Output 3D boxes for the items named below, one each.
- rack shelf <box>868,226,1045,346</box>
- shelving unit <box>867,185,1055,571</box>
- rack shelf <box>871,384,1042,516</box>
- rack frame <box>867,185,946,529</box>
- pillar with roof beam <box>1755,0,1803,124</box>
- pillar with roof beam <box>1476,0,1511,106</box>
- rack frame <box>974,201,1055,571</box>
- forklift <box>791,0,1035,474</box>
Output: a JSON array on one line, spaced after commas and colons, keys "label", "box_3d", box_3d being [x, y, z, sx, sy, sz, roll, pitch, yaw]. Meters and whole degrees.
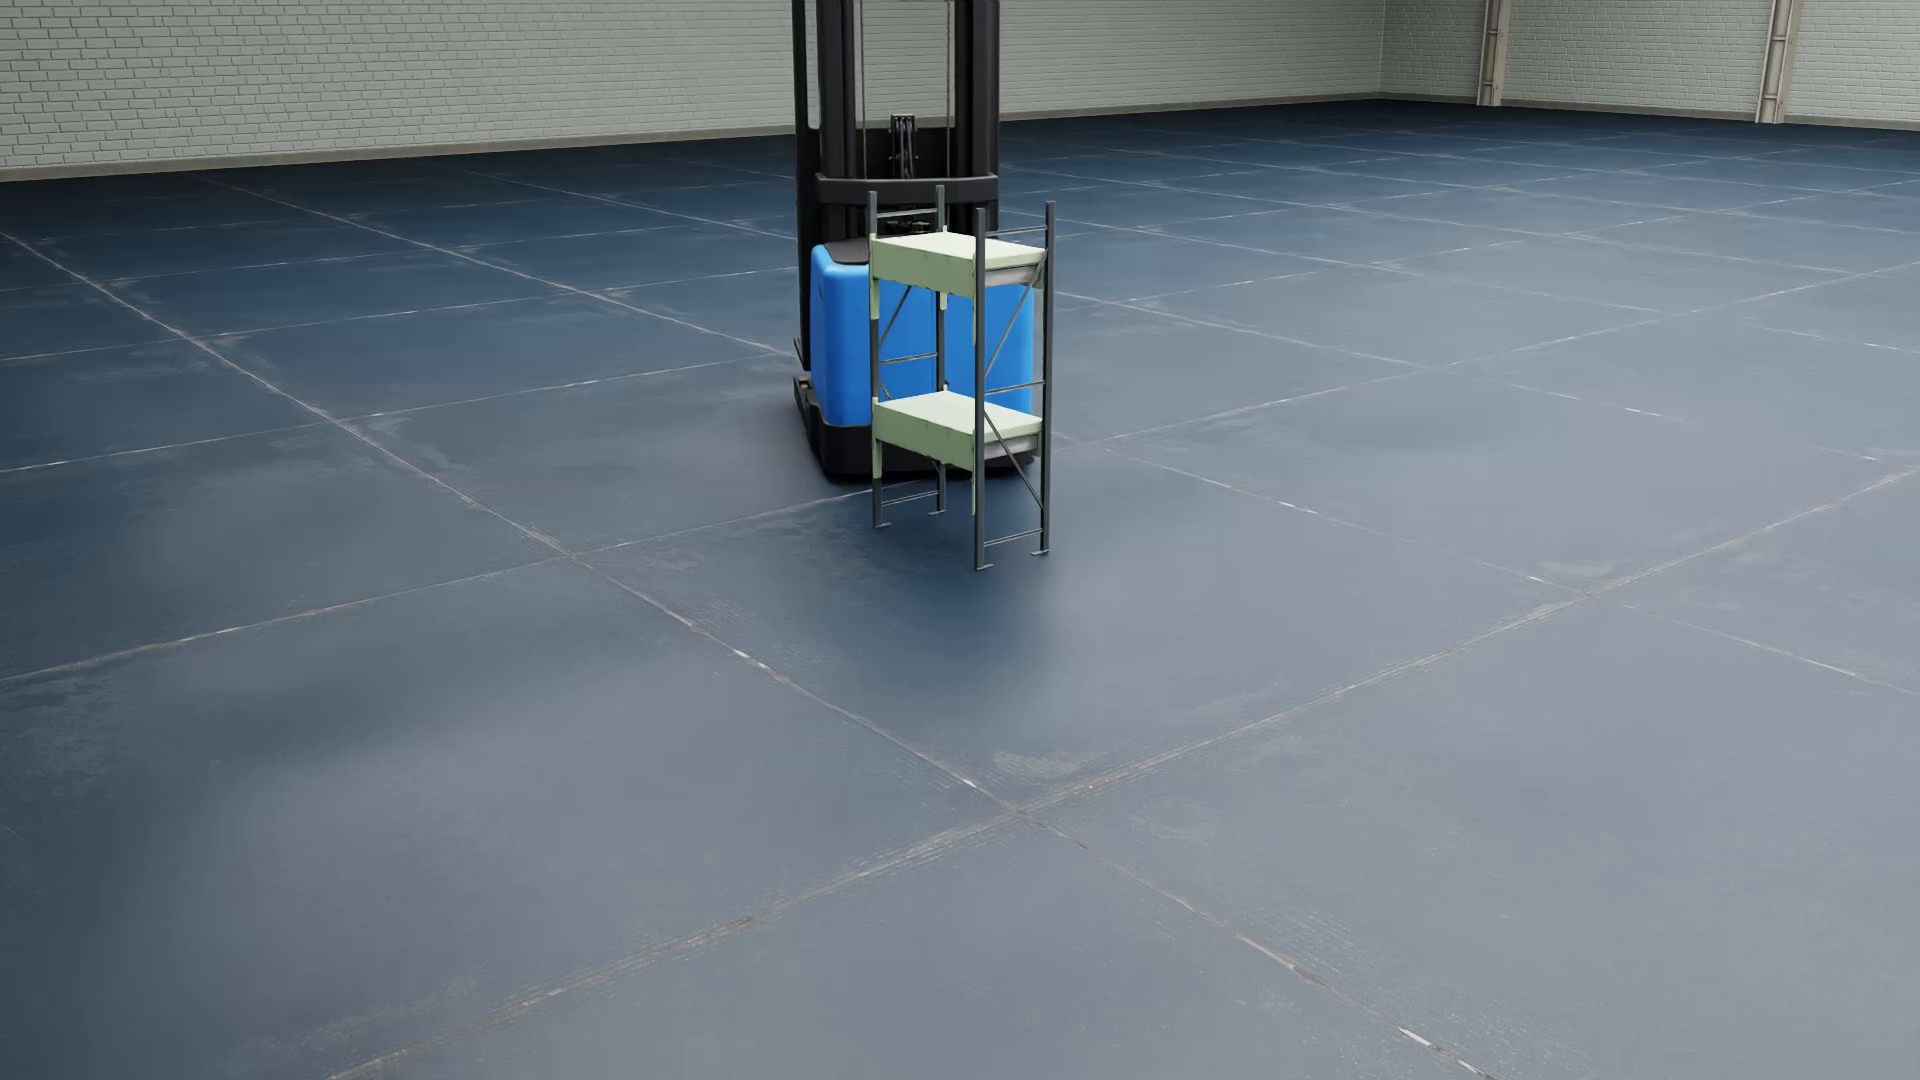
[{"label": "rack shelf", "box_3d": [-0.004, -1.084, 7.009, 0.431, 0.370, 0.720, -14, 23, -36]}, {"label": "shelving unit", "box_3d": [-0.004, -0.714, 7.132, 0.431, 1.500, 0.755, -14, 23, -36]}, {"label": "rack shelf", "box_3d": [-0.004, -0.404, 7.234, 0.431, 0.370, 0.720, -14, 23, -36]}, {"label": "rack frame", "box_3d": [-0.231, -0.804, 7.404, 0.400, 1.500, 0.023, -14, 23, -36]}, {"label": "pillar with roof beam", "box_3d": [11.455, -11.081, 26.512, 9.100, 9.000, 0.400, -14, 23, -36]}, {"label": "pillar with roof beam", "box_3d": [7.729, -12.560, 30.977, 9.100, 9.000, 0.400, -14, 23, -36]}, {"label": "rack frame", "box_3d": [0.223, -0.623, 6.859, 0.400, 1.500, 0.023, -14, 23, -36]}, {"label": "forklift", "box_3d": [-0.374, -2.136, 9.150, 1.130, 2.935, 3.031, -3, 19, -9]}]
